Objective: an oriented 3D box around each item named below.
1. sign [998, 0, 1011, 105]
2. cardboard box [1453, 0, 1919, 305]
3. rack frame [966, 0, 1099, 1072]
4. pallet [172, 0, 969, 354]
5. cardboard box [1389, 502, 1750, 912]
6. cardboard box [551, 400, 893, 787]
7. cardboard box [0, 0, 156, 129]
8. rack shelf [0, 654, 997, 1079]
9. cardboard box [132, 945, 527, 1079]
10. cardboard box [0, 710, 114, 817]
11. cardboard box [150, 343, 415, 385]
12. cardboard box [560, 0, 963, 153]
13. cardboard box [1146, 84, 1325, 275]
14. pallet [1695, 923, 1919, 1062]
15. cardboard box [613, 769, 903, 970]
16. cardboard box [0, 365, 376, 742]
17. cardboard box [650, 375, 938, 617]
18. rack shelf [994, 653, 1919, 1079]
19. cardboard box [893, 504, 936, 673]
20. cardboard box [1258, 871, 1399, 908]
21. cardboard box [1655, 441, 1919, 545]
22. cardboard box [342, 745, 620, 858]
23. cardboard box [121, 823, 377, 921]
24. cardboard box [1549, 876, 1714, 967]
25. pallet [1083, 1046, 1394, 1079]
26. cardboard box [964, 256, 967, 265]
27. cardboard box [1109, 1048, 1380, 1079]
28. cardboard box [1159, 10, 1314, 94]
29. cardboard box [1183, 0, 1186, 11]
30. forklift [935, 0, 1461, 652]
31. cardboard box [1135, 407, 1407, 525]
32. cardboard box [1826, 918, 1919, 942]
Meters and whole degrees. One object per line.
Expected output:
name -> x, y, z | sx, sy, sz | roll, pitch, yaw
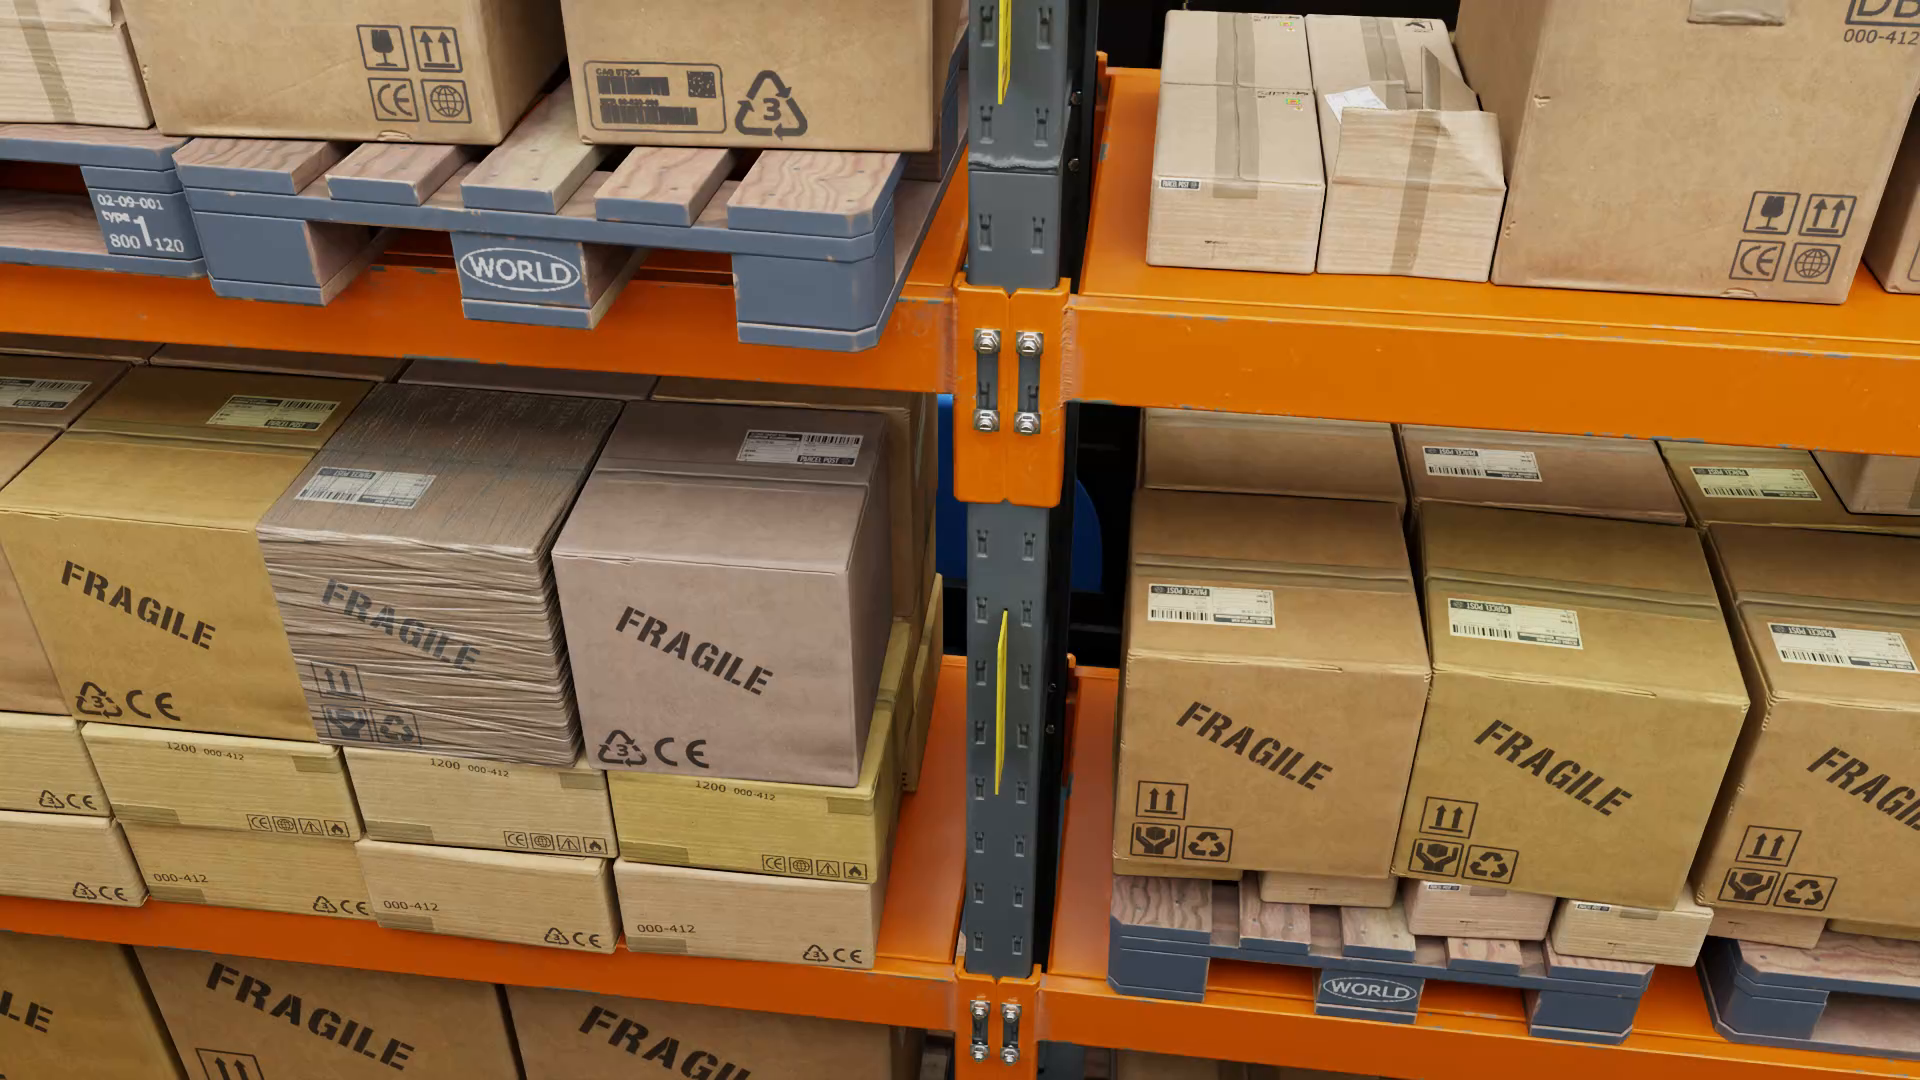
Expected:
sign -> 0.058, -0.718, 2.078 | 0.005, 0.325, 0.100 | 4, 36, 6
cardboard box -> 1.075, -0.759, 2.563 | 0.500, 0.500, 0.700 | 4, 36, 6
rack frame -> 0.136, 0.427, 3.570 | 0.127, 3.000, 1.000 | 4, 36, 6
pallet -> -0.509, -0.735, 2.778 | 1.003, 0.211, 1.213 | 6, 36, 8
cardboard box -> 1.071, 0.295, 3.051 | 0.500, 0.500, 0.500 | 6, 36, 8
cardboard box -> -0.410, 0.091, 3.093 | 0.500, 0.500, 0.500 | 3, 36, 5
cardboard box -> -1.274, -0.811, 2.476 | 0.258, 0.266, 0.396 | 3, 36, 5
rack shelf -> -1.847, 0.571, 3.986 | 4.000, 0.370, 1.077 | 4, 36, 6
cardboard box -> -1.422, 0.953, 4.300 | 0.875, 0.875, 0.875 | 5, 36, 7
cardboard box -> -1.911, 0.295, 3.454 | 0.500, 0.250, 0.500 | 3, 36, 5
cardboard box -> -1.326, -0.277, 3.609 | 0.500, 0.500, 0.500 | 5, 36, 7
cardboard box -> -0.257, -0.948, 2.464 | 0.637, 0.503, 0.797 | 2, 36, 3
cardboard box -> 0.427, -0.571, 2.602 | 0.250, 0.149, 0.380 | 4, 36, 6
pallet -> 2.105, 0.628, 3.454 | 1.213, 0.211, 1.003 | 4, 36, 6
cardboard box -> -0.398, 0.600, 3.457 | 0.500, 0.250, 0.500 | 3, 36, 4
cardboard box -> -1.411, 0.018, 3.196 | 0.500, 0.500, 0.500 | 4, 36, 6
cardboard box -> -0.322, -0.198, 3.499 | 0.500, 0.500, 0.500 | 3, 36, 4
rack shelf -> 2.120, 0.867, 3.572 | 4.000, 0.370, 1.077 | 4, 36, 6
cardboard box -> -0.335, 0.104, 3.720 | 0.500, 0.250, 0.500 | 4, 36, 6
cardboard box -> 0.711, 0.529, 3.281 | 0.250, 0.149, 0.380 | 2, 36, 3
cardboard box -> 1.638, 0.036, 3.414 | 0.500, 0.500, 0.500 | 2, 36, 3
cardboard box -> -0.885, 0.359, 3.364 | 0.500, 0.250, 0.500 | 3, 36, 5
cardboard box -> -1.404, 0.525, 3.562 | 0.500, 0.250, 0.500 | 4, 36, 5
cardboard box -> 1.247, 0.608, 3.170 | 0.250, 0.149, 0.380 | 4, 36, 6
pallet -> 0.911, 1.620, 4.298 | 1.213, 0.211, 1.003 | 4, 36, 6
cardboard box -> -0.177, -1.538, 8.113 | 0.500, 0.500, 0.500 | 4, 36, 5
cardboard box -> 0.696, 1.373, 4.145 | 0.625, 0.372, 0.950 | 2, 36, 3
cardboard box -> 0.476, -0.790, 2.909 | 0.250, 0.149, 0.380 | 4, 36, 6
cardboard box -> 1.171, -2.388, 7.213 | 0.500, 0.250, 0.500 | 4, 36, 6
forklift -> 1.025, -1.012, 5.645 | 3.031, 2.935, 1.130 | 5, 36, 7
cardboard box -> 0.623, -0.033, 3.510 | 0.500, 0.500, 0.500 | 3, 36, 5
cardboard box -> 1.781, 0.580, 3.210 | 0.250, 0.149, 0.380 | 6, 36, 8
